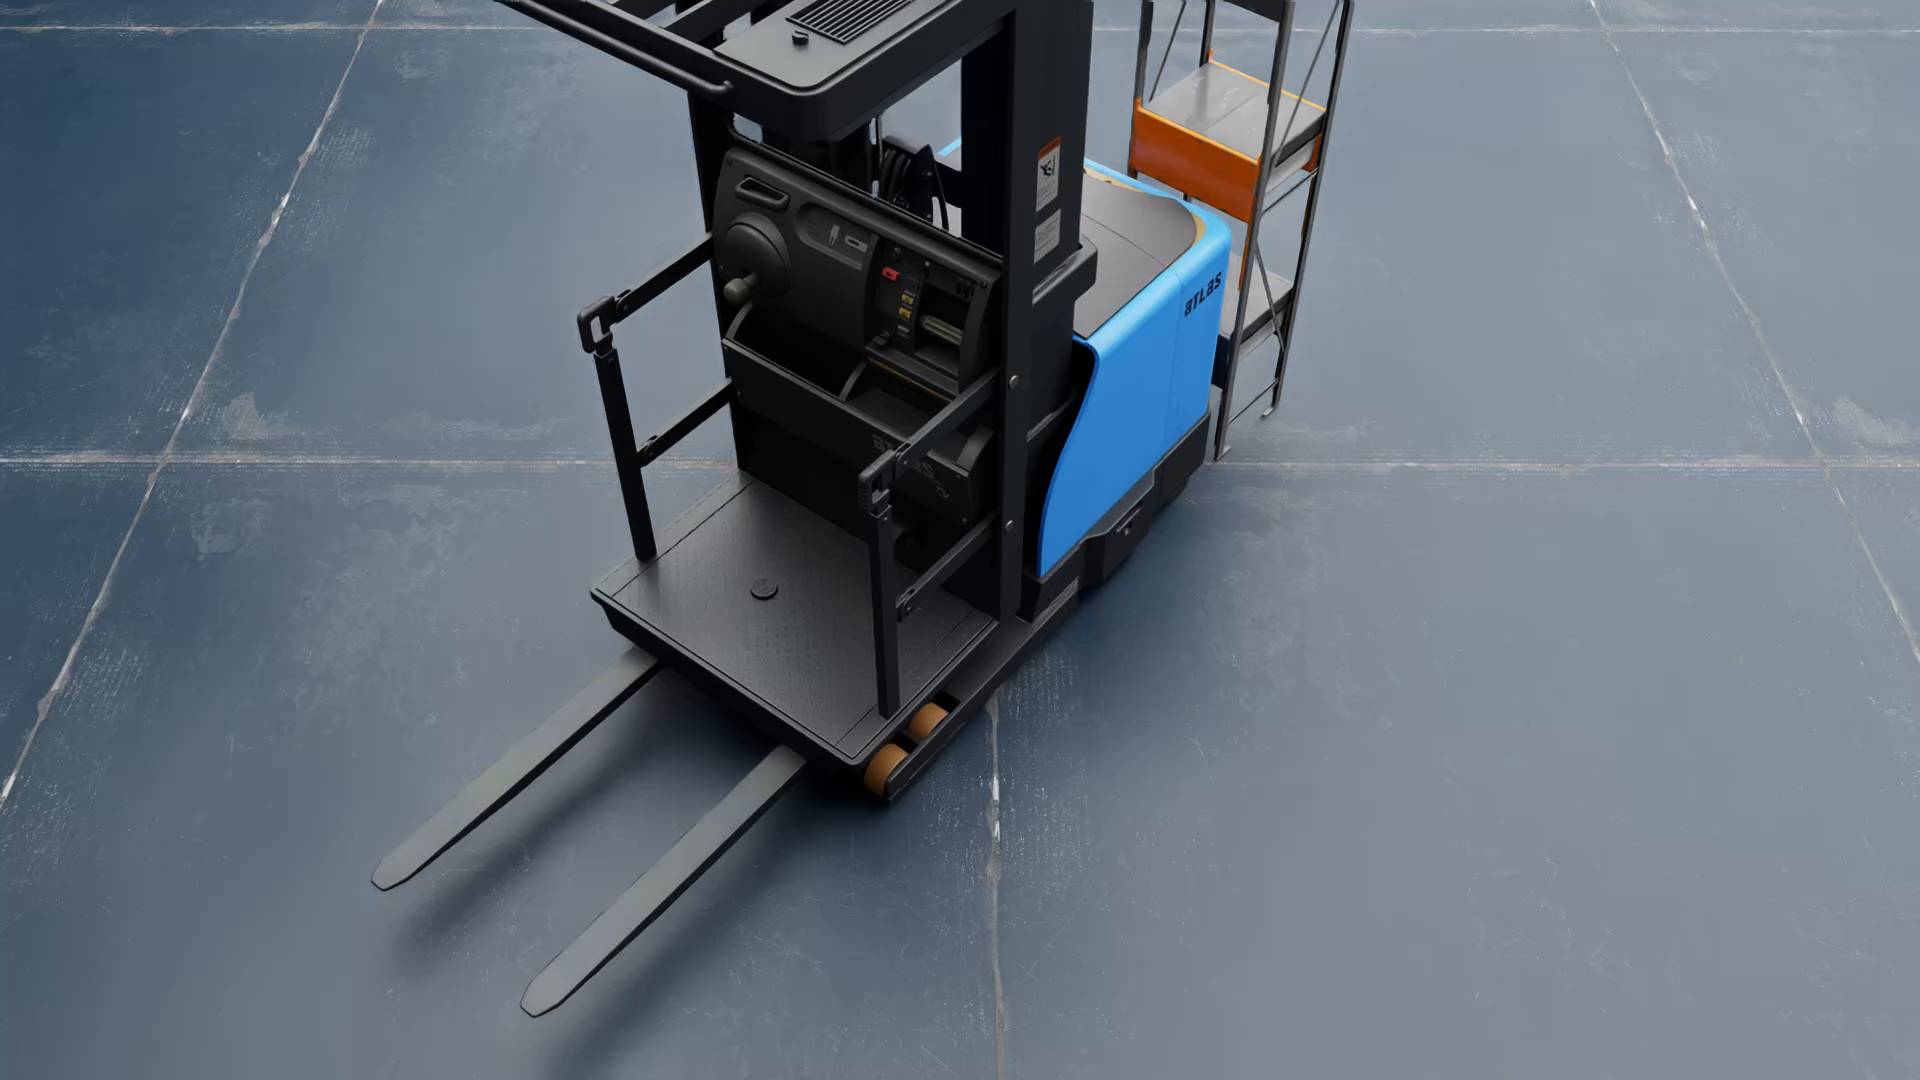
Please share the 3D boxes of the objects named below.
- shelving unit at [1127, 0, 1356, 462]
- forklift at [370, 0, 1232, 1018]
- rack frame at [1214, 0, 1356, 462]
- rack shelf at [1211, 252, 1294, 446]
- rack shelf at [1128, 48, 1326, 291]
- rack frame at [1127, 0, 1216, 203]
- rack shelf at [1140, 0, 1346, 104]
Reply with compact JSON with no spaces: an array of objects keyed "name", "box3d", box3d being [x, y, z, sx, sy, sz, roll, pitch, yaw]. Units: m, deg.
[{"name":"shelving unit","box3d":[0.873,-1.230,5.460,0.503,2.100,0.431,33,55,27]},{"name":"forklift","box3d":[-0.431,-0.635,4.338,1.130,2.935,3.031,30,54,25]},{"name":"rack frame","box3d":[1.056,-1.112,5.350,0.015,2.100,0.400,33,55,27]},{"name":"rack shelf","box3d":[0.872,-0.743,5.982,0.480,0.518,0.431,33,55,27]},{"name":"rack shelf","box3d":[0.873,-1.221,5.470,0.480,0.518,0.431,33,55,27]},{"name":"rack frame","box3d":[0.689,-1.348,5.570,0.015,2.100,0.400,33,55,27]},{"name":"rack shelf","box3d":[0.873,-1.698,4.958,0.480,0.518,0.431,33,55,27]}]
